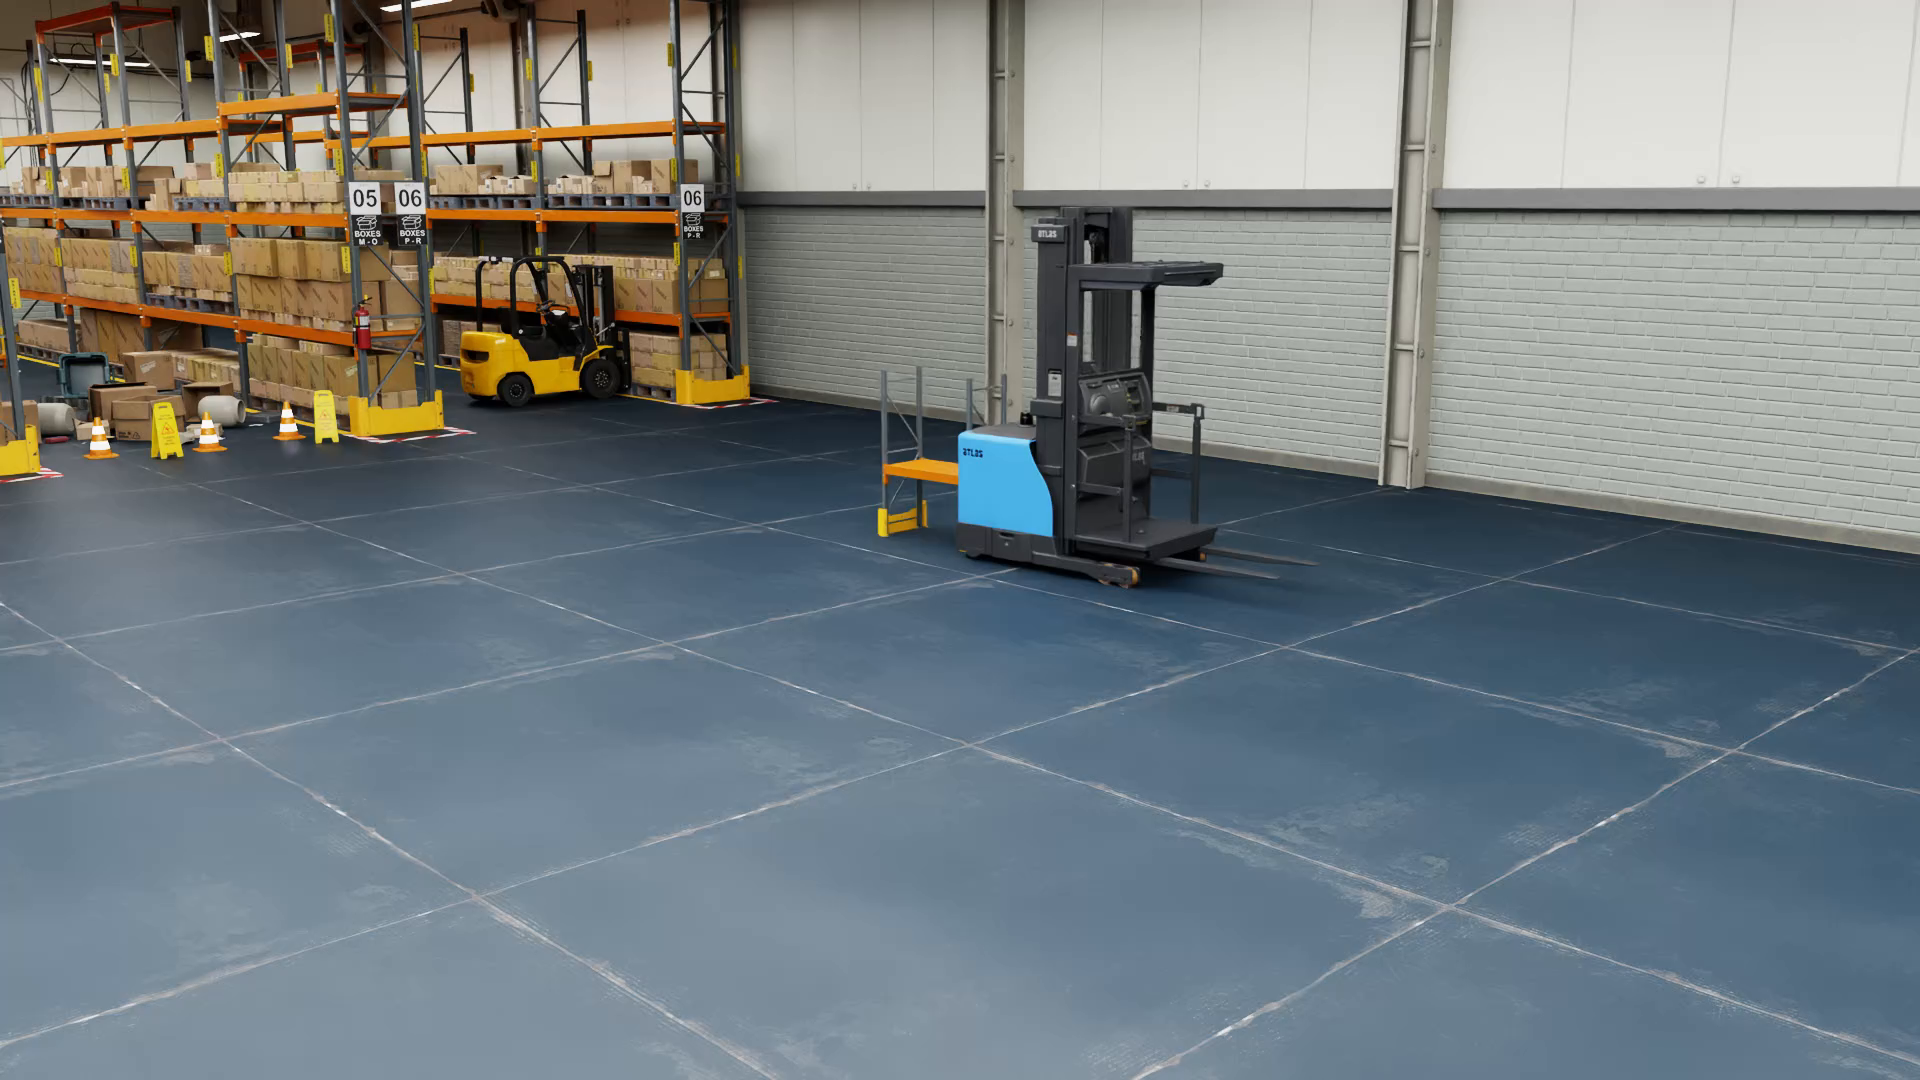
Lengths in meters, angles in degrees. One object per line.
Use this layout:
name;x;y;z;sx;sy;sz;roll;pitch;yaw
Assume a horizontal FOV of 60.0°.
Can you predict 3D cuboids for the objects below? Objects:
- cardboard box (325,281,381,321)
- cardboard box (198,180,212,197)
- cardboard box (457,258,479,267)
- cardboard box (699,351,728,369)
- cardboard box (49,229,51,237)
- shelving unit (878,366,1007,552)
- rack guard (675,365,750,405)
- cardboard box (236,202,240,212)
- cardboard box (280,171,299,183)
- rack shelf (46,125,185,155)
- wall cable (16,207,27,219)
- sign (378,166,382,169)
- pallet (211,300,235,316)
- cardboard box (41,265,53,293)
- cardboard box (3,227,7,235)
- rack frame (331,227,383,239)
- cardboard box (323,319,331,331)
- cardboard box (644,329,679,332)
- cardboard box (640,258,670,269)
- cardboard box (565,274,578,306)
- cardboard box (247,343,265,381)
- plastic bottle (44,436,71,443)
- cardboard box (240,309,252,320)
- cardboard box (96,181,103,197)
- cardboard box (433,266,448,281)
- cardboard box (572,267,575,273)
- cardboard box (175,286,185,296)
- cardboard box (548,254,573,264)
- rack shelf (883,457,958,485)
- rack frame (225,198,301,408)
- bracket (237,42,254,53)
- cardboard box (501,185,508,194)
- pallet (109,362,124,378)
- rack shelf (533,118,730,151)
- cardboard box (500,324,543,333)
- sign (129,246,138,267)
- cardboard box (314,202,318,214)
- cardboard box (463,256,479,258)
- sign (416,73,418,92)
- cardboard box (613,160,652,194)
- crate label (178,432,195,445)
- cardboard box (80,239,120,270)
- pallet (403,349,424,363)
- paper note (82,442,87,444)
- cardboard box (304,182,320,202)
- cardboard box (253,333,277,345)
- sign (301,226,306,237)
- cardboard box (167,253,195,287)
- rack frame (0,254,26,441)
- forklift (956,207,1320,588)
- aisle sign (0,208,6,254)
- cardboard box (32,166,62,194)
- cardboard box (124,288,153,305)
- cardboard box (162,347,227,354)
cardboard box;-7.902;-3.122;21.648;0.500;0.500;0.500;-11;16;-44
cardboard box;-10.945;-5.212;24.671;0.500;0.250;0.500;-11;16;-42
cardboard box;-8.688;-4.917;29.487;0.380;0.149;0.250;-11;16;-42
cardboard box;-3.915;-2.781;25.508;0.500;0.250;0.500;-11;16;-42
cardboard box;-16.327;-5.587;30.261;0.380;0.149;0.250;-11;16;-42
shelving unit;-0.153;-0.747;14.821;1.083;1.500;0.587;10;15;41
rack guard;-3.724;-2.351;25.085;1.175;0.500;0.348;-11;16;-43
cardboard box;-10.052;-4.736;23.656;0.380;0.149;0.250;-11;16;-43
cardboard box;-8.859;-4.851;22.236;0.380;0.149;0.250;-10;16;-41
rack shelf;-14.234;-6.736;28.082;1.077;0.370;4.000;-11;16;-43
wall cable;-21.271;-6.739;37.668;0.588;1.984;0.122;-11;16;-43
sign;-11.629;-7.324;33.334;0.100;0.325;0.005;-11;16;-43
pallet;-10.513;-3.509;24.983;1.003;0.211;1.213;-11;16;-43
cardboard box;-16.480;-4.794;30.497;0.500;0.500;0.500;11;16;44
cardboard box;-18.333;-5.988;32.209;0.380;0.149;0.250;-10;16;-41
rack frame;-12.028;-5.330;33.351;1.000;3.000;0.127;-11;16;-43
cardboard box;-8.158;-2.851;21.936;0.380;0.149;0.250;-11;16;-44
cardboard box;-4.621;-3.171;26.166;0.500;0.250;0.500;-11;16;-43
cardboard box;-4.652;-4.227;25.403;0.380;0.149;0.250;-11;16;-42
cardboard box;-6.014;-4.037;26.825;0.500;0.500;0.500;-11;16;-42
cardboard box;-9.879;-2.573;23.883;0.500;0.500;0.500;-10;15;-40
plastic bottle;-11.328;-1.262;20.888;0.133;0.061;0.283;6;13;26
cardboard box;-10.105;-3.257;23.909;0.380;0.149;0.250;-11;16;-43
cardboard box;-14.057;-5.816;27.565;0.258;0.266;0.396;11;16;44
cardboard box;-9.154;-4.816;29.985;0.500;0.250;0.500;-11;16;-43
cardboard box;-5.977;-4.328;26.631;0.380;0.149;0.250;-10;16;-41
cardboard box;-12.039;-3.904;26.009;0.380;0.149;0.250;-10;15;-39
cardboard box;-6.498;-4.587;27.152;0.380;0.149;0.250;-10;16;-41
rack shelf;-0.146;-0.570;14.852;1.000;0.185;0.538;10;15;41
rack frame;-10.091;-3.471;24.324;1.000;3.000;0.127;-11;16;-43
bracket;-15.971;-11.025;37.201;0.235;0.232;0.430;-11;16;-43
cardboard box;-7.482;-5.882;27.927;0.380;0.149;0.250;-11;16;-43
pallet;-14.181;-2.992;28.912;1.003;0.211;1.213;-11;16;-43
rack shelf;-5.122;-6.261;25.775;1.077;0.370;4.000;-11;16;-43
cardboard box;-7.402;-3.394;28.798;0.875;0.625;0.625;-11;16;-43
sign;-13.252;-4.544;26.663;0.100;0.325;0.005;-11;16;-43
cardboard box;-8.258;-4.368;21.866;0.380;0.149;0.250;-11;16;-42
cardboard box;-8.895;-5.094;30.348;0.380;0.149;0.250;-10;15;-41
sign;-9.651;-8.104;29.436;0.100;0.325;0.005;-11;16;-43
cardboard box;-4.858;-5.546;25.427;0.700;0.500;0.500;-11;16;-42
crate label;-9.714;-1.270;20.734;0.298;0.136;0.250;3;12;16
cardboard box;-14.803;-4.929;28.675;0.500;0.500;0.500;11;16;44
pallet;-9.754;-3.495;31.353;1.003;0.211;1.213;-11;16;-43
paper note;-10.938;-1.213;20.772;0.032;0.001;0.123;-3;12;-13
cardboard box;-8.213;-4.541;21.719;0.500;0.250;0.500;-11;16;-43
cardboard box;-9.836;-2.864;23.688;0.380;0.149;0.250;-11;16;-42
sign;-14.375;-6.711;36.397;0.100;0.325;0.005;-11;16;-43
cardboard box;-11.973;-4.205;25.863;0.500;0.500;0.500;-11;16;-42
rack frame;-10.839;-2.182;18.071;1.000;3.000;0.127;-11;16;-43
forklift;1.422;-1.177;13.361;3.031;2.935;1.130;10;15;39
aisle sign;-10.573;-3.487;17.961;0.394;0.787;0.004;-11;16;-43
cardboard box;-16.570;-6.605;30.559;0.797;0.503;0.637;-9;15;-38
cardboard box;-13.390;-4.019;27.355;0.500;0.250;0.500;11;16;43
cardboard box;-12.470;-2.889;26.973;0.625;0.372;0.950;10;16;41
